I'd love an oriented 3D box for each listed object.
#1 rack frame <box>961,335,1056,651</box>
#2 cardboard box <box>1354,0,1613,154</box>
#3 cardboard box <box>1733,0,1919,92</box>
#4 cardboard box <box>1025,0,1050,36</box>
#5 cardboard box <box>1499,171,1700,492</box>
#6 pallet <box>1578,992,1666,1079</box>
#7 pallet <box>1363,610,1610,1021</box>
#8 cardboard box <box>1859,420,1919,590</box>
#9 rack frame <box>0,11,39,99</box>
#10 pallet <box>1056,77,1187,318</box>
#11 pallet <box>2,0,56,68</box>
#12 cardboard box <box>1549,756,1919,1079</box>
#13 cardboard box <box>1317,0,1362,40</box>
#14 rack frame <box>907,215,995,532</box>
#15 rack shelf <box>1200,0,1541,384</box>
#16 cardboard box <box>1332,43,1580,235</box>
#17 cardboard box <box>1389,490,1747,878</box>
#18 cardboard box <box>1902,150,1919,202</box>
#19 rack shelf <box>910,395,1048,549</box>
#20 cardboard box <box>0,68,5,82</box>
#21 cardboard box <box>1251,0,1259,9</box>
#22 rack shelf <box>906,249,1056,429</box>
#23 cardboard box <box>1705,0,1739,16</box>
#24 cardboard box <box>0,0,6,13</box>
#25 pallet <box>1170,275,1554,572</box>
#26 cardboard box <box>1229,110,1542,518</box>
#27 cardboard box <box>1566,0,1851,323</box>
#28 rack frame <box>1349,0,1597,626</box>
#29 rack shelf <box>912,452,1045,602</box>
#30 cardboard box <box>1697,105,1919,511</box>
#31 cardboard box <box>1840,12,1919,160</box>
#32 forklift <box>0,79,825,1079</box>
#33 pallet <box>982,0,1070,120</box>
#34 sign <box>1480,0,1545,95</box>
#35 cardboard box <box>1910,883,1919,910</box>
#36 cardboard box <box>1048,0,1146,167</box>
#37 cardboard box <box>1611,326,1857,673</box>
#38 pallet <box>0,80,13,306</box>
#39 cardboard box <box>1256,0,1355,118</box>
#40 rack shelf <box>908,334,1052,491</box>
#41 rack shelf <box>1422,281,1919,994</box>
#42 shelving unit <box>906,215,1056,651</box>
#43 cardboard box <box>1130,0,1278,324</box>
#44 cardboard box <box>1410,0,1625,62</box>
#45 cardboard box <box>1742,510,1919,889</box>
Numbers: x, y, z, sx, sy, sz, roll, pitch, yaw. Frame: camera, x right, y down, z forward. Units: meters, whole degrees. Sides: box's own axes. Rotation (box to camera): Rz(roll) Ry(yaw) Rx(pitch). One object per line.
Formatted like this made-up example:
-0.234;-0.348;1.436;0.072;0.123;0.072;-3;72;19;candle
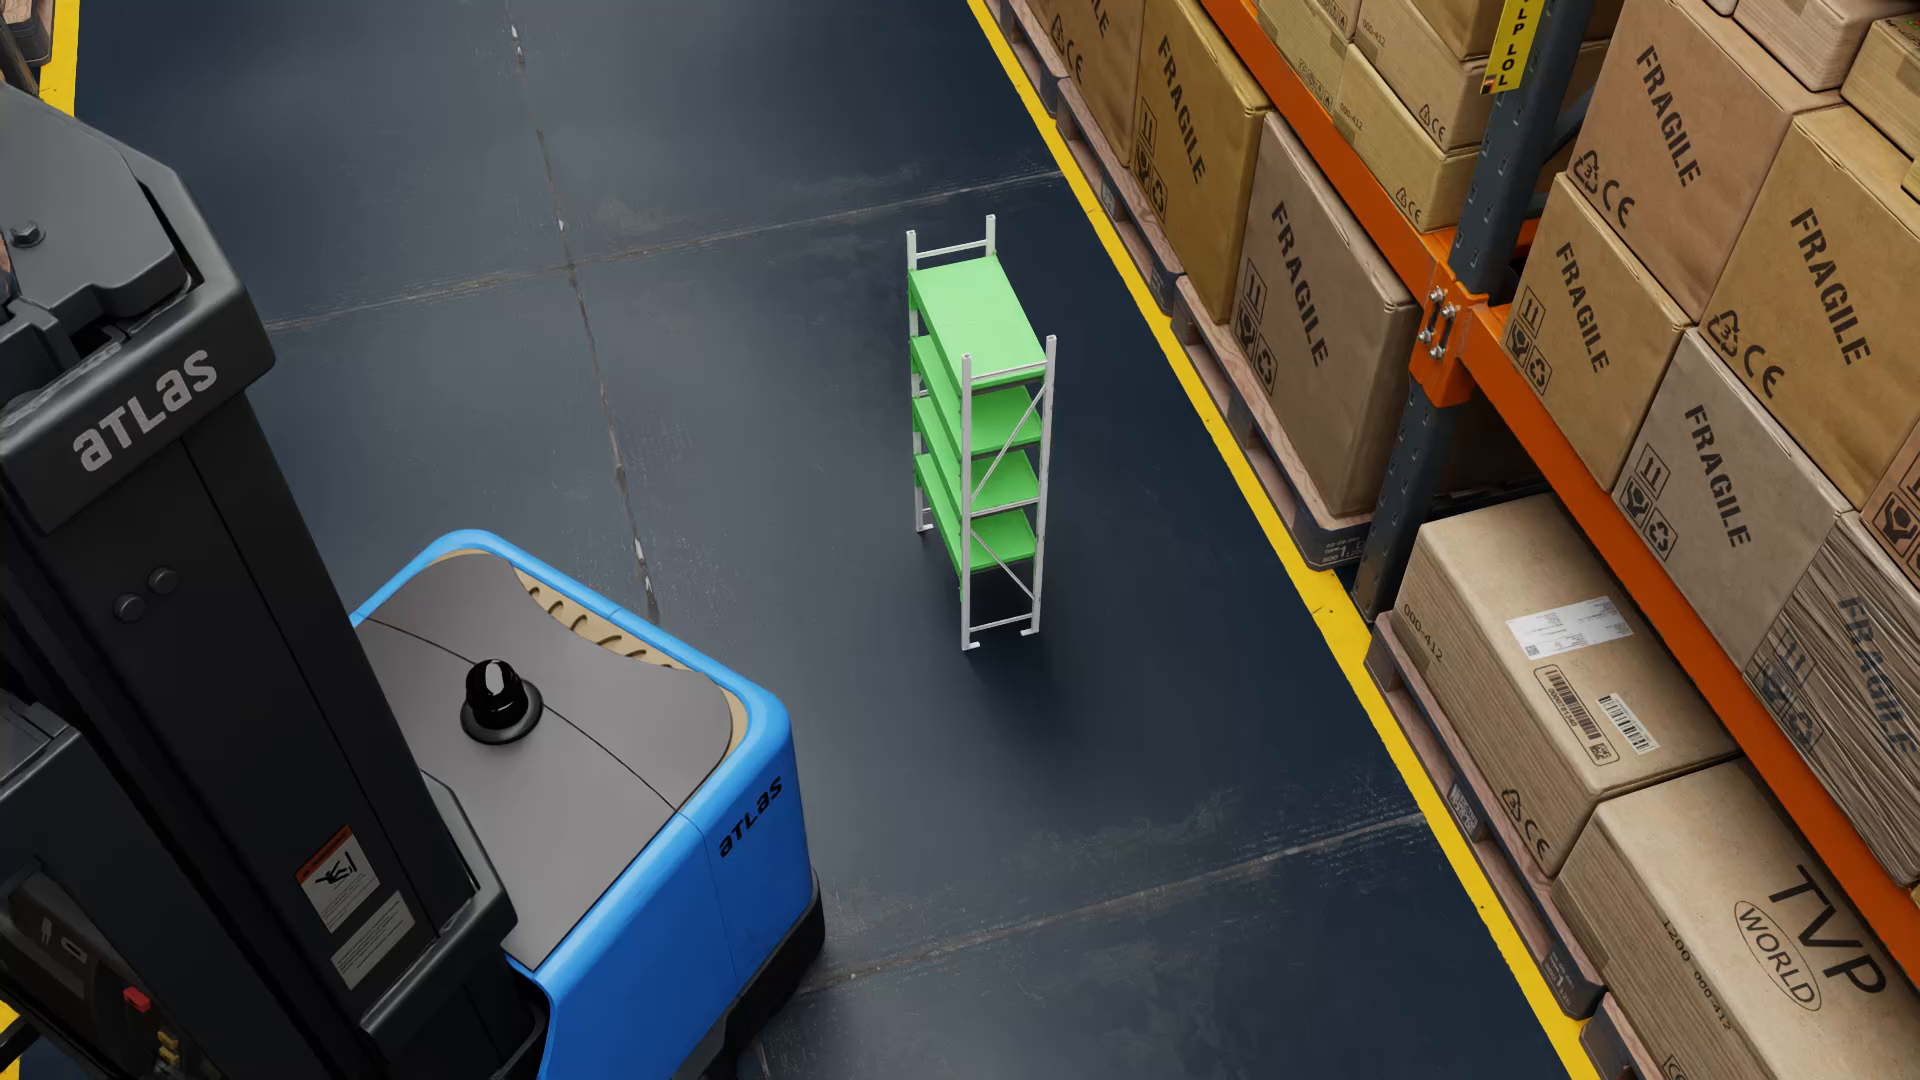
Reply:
0.121;-0.088;4.539;0.240;1.200;0.015;-13;51;-11;rack frame
1.329;-1.244;4.108;0.500;0.250;0.500;-13;51;-11;cardboard box
1.629;-0.955;2.950;0.380;0.149;0.250;-13;51;-10;cardboard box
0.634;-2.713;6.691;0.875;0.875;0.875;-14;51;-11;cardboard box
1.581;-0.495;3.640;0.500;0.500;0.500;-12;51;-10;cardboard box
2.207;1.500;3.848;1.003;0.211;1.213;-13;51;-11;pallet
1.842;0.607;4.600;1.003;0.211;1.213;-13;51;-11;pallet
1.886;-0.070;2.627;0.500;0.500;0.500;-12;51;-10;cardboard box
-4.231;-2.661;5.531;1.000;3.000;0.127;-13;51;-11;rack frame
1.027;-1.405;6.296;1.003;0.211;1.213;-13;51;-11;pallet
-4.438;-2.372;7.112;1.003;0.211;1.213;-13;51;-11;pallet
2.040;0.962;3.878;0.875;0.438;0.875;-15;51;-12;cardboard box
1.174;-1.608;4.415;0.500;0.250;0.500;-12;51;-10;cardboard box
-0.023;-0.444;4.840;0.240;1.200;0.015;-13;51;-11;rack frame
1.101;-2.094;5.524;1.077;0.370;4.000;-13;51;-11;rack shelf
1.319;-1.087;4.303;0.500;0.250;0.500;-14;51;-12;cardboard box
1.775;0.309;4.429;0.875;0.438;0.875;-14;51;-12;cardboard box
1.759;-0.583;2.636;0.380;0.149;0.250;-14;51;-11;cardboard box
0.049;-0.225;4.738;0.258;0.148;0.480;-13;51;-11;rack shelf
-3.901;-1.731;6.107;0.500;0.500;0.500;-12;51;-10;cardboard box
1.038;-1.832;4.931;0.500;0.250;0.500;-15;51;-12;cardboard box
0.049;-0.534;4.371;0.258;0.148;0.480;-13;51;-11;rack shelf
1.537;-1.139;3.105;0.380;0.149;0.250;-14;51;-12;cardboard box
-4.403;-2.490;6.665;0.875;0.625;0.625;-12;51;-10;cardboard box
1.392;-0.512;5.544;1.003;0.211;1.213;-13;51;-11;pallet
1.432;-0.750;5.035;0.875;0.875;0.875;-12;51;-10;cardboard box
1.601;-0.817;3.257;0.500;0.500;0.500;-13;51;-11;cardboard box
1.692;-0.865;4.017;1.000;3.000;0.127;-13;51;-11;rack frame
0.049;-0.070;4.922;0.258;0.148;0.480;-13;51;-11;rack shelf
1.745;-0.446;2.945;0.500;0.500;0.500;-14;51;-11;cardboard box
1.744;-0.778;2.801;0.380;0.149;0.250;-14;51;-11;cardboard box
-1.581;0.839;2.625;1.130;2.935;3.031;27;55;21;forklift
0.670;-2.294;7.046;1.003;0.211;1.213;-13;51;-11;pallet
1.177;-1.083;3.495;0.100;0.325;0.005;-13;51;-11;sign
2.019;0.614;2.705;0.500;0.500;0.500;-12;51;-10;cardboard box
0.894;-2.061;6.141;0.875;0.875;0.875;-13;51;-11;cardboard box
1.726;-0.127;3.329;0.500;0.500;0.500;-13;51;-11;cardboard box
-4.047;-1.208;6.131;1.003;0.211;1.213;-13;51;-11;pallet
1.169;-1.459;4.616;0.500;0.250;0.500;-14;51;-11;cardboard box
0.049;-0.379;4.555;0.258;0.148;0.480;-13;51;-11;rack shelf
2.283;0.828;3.061;1.077;0.370;4.000;-13;51;-11;rack shelf
0.049;-0.266;4.689;0.258;1.200;0.503;-13;51;-11;shelving unit
1.158;-1.408;5.590;0.875;0.875;0.875;-12;51;-10;cardboard box
1.320;-1.489;3.824;0.500;0.500;0.500;-12;51;-10;cardboard box
1.866;0.238;3.022;0.500;0.500;0.500;-13;51;-11;cardboard box
